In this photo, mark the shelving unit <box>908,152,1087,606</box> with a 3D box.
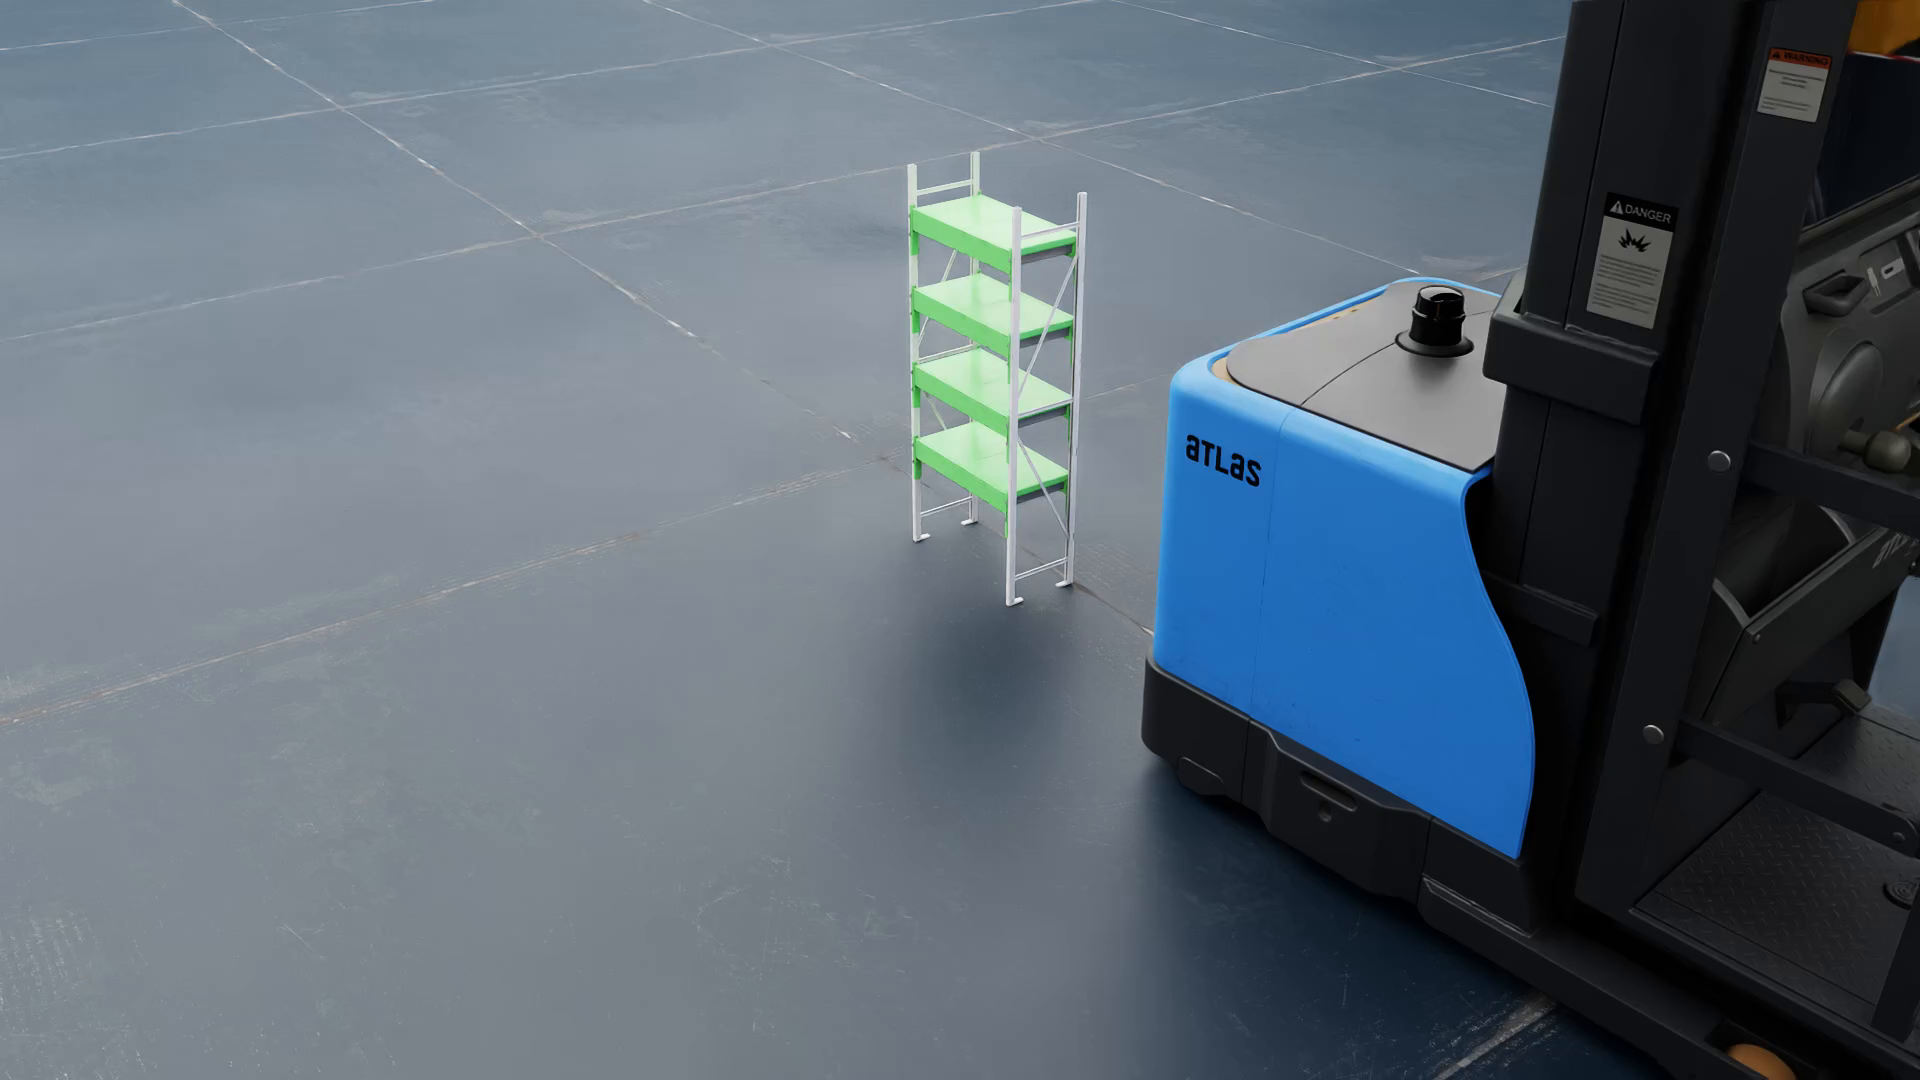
[{"bbox_3d":[0.096,-0.463,4.845,0.258,1.200,0.503,-19,34,-31],"label":"shelving unit"}]

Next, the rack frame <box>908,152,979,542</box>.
[{"bbox_3d":[-0.046,-0.558,5.020,0.240,1.200,0.015,-19,34,-31],"label":"rack frame"}]

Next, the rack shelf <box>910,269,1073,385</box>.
[{"bbox_3d":[0.096,-0.618,4.761,0.258,0.148,0.480,-19,34,-31],"label":"rack shelf"}]

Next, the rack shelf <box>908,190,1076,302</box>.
[{"bbox_3d":[0.096,-0.829,4.647,0.258,0.148,0.480,-19,34,-31],"label":"rack shelf"}]

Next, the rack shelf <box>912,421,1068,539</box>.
[{"bbox_3d":[0.096,-0.196,4.990,0.258,0.148,0.480,-19,34,-31],"label":"rack shelf"}]

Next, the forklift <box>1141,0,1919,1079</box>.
[{"bbox_3d":[1.817,-0.364,2.849,1.130,2.935,3.031,-23,36,-36],"label":"forklift"}]

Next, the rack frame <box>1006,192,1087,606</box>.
[{"bbox_3d":[0.238,-0.368,4.670,0.240,1.200,0.015,-19,34,-31],"label":"rack frame"}]

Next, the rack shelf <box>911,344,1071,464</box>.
[{"bbox_3d":[0.096,-0.407,4.876,0.258,0.148,0.480,-19,34,-31],"label":"rack shelf"}]
